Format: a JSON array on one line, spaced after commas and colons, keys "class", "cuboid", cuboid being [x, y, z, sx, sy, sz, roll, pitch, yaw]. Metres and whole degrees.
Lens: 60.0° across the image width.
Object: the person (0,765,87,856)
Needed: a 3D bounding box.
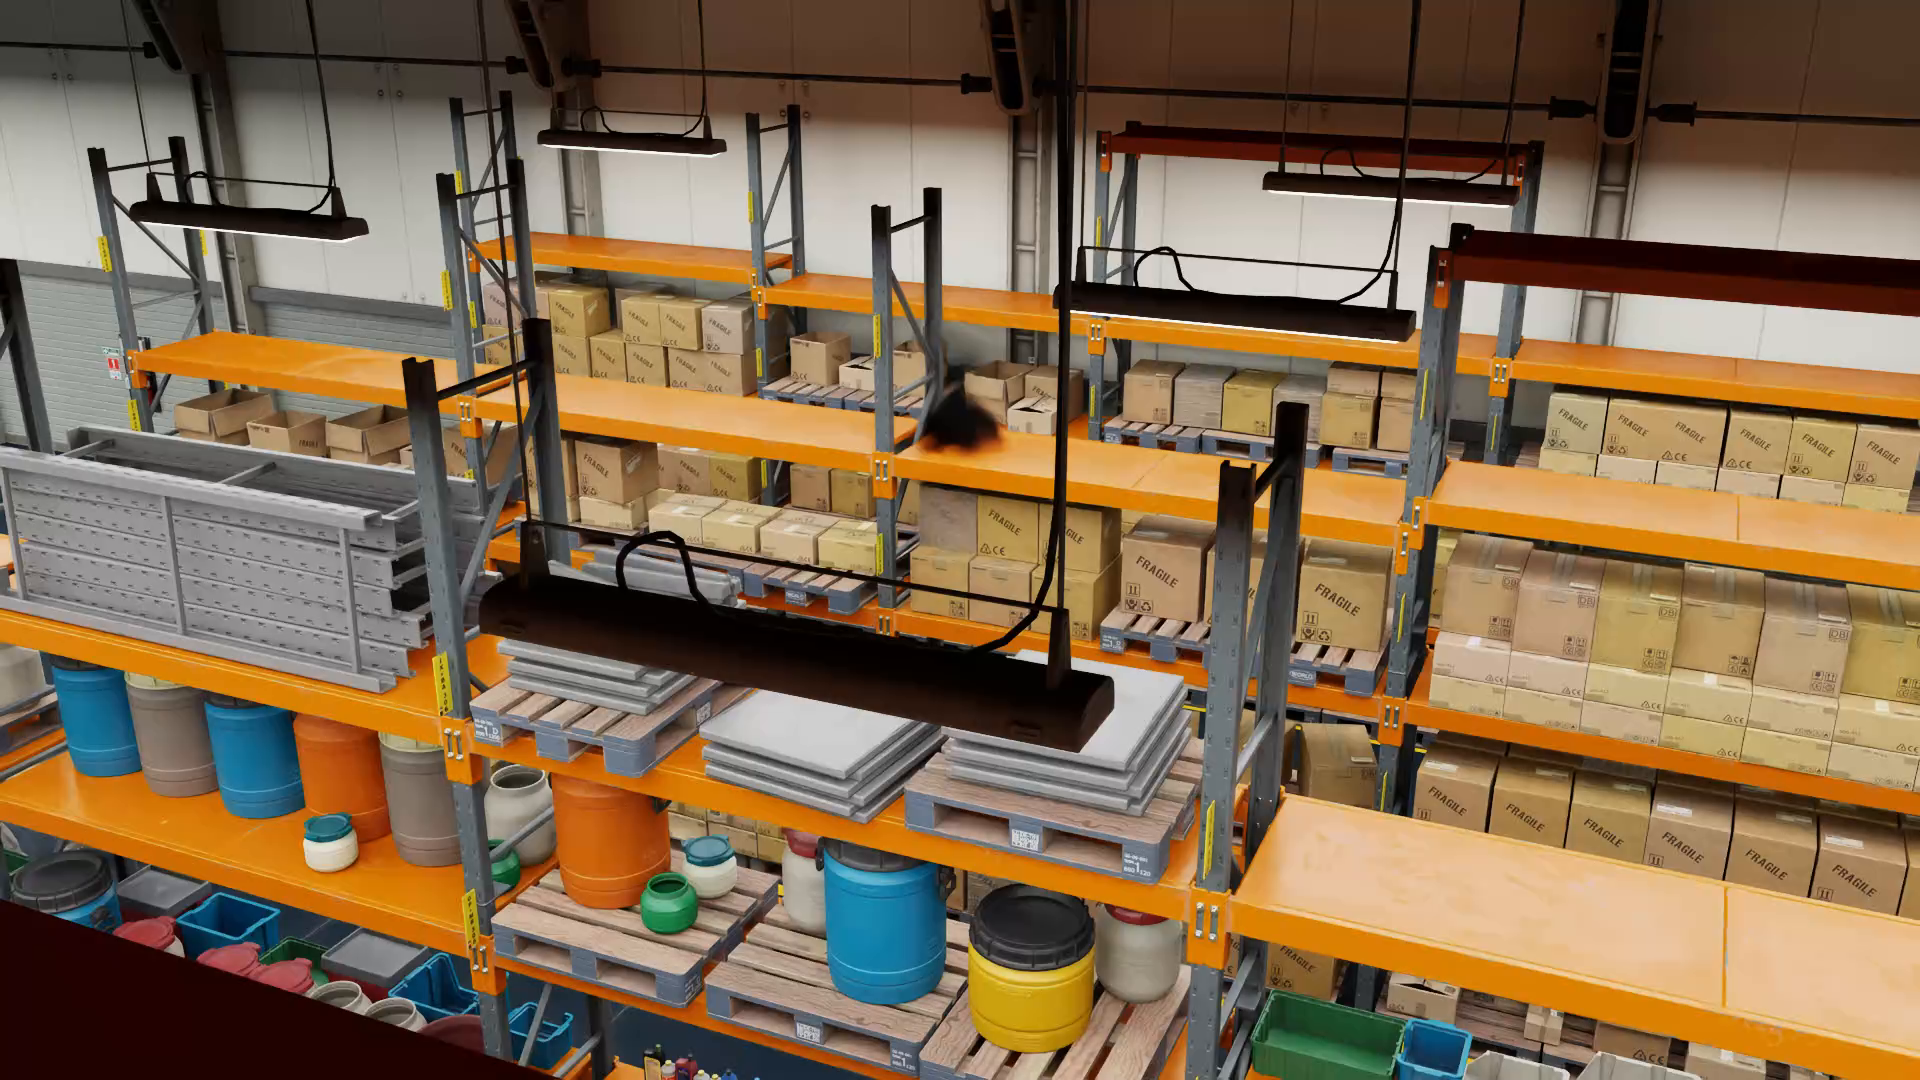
[{"class": "person", "cuboid": [-8.318, 2.157, 14.642, 0.945, 1.652, 0.602, -7, 22, -18]}]
